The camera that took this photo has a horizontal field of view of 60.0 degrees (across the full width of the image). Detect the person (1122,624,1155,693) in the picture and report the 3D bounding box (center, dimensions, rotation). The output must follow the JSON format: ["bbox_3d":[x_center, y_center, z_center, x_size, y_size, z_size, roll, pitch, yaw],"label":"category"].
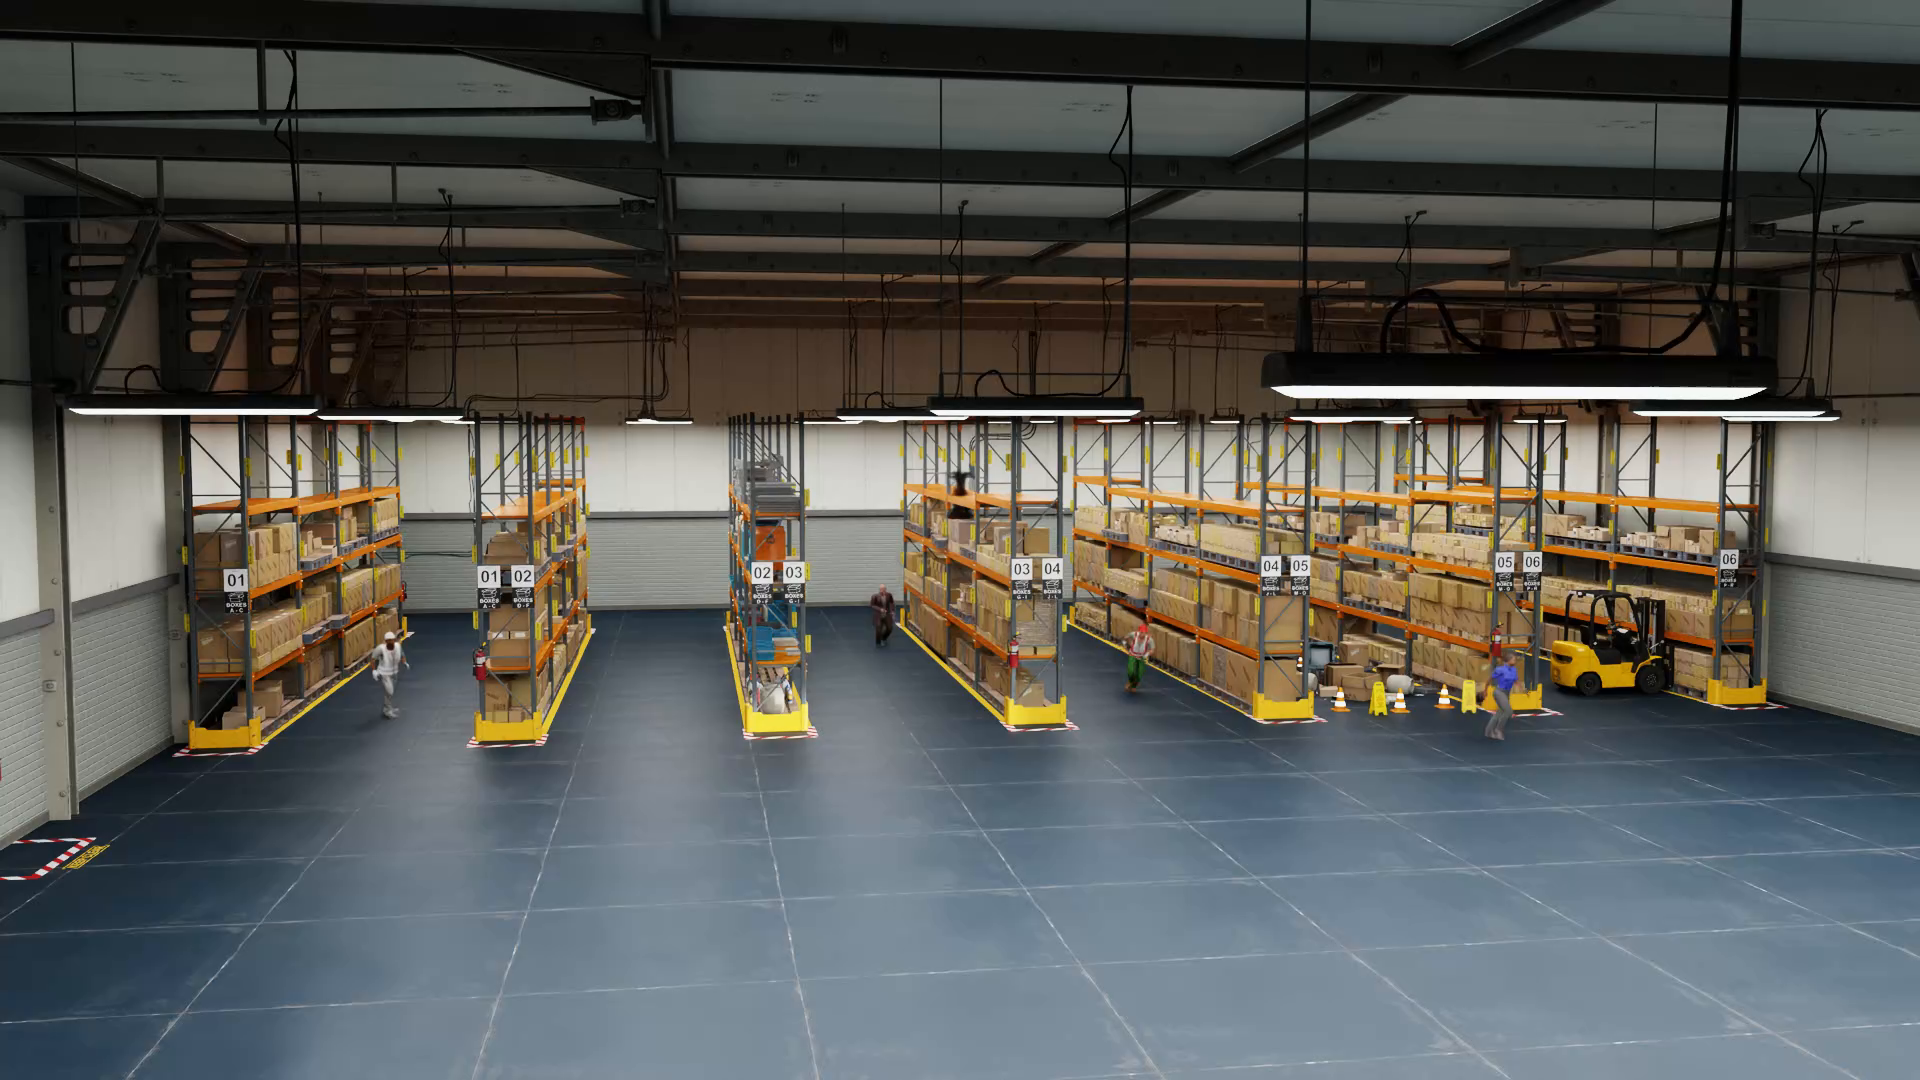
[{"bbox_3d":[3.806,2.528,35.448,0.676,1.538,1.003,0,4,3],"label":"person"}]

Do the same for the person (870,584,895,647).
[{"bbox_3d":[-2.006,1.977,43.013,0.699,1.649,0.851,-1,4,-18],"label":"person"}]

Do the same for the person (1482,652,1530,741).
[{"bbox_3d":[9.954,2.850,30.341,0.557,1.588,0.791,-3,5,-39],"label":"person"}]

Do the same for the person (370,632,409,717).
[{"bbox_3d":[-11.250,2.659,32.881,0.850,1.736,0.689,2,4,27],"label":"person"}]
